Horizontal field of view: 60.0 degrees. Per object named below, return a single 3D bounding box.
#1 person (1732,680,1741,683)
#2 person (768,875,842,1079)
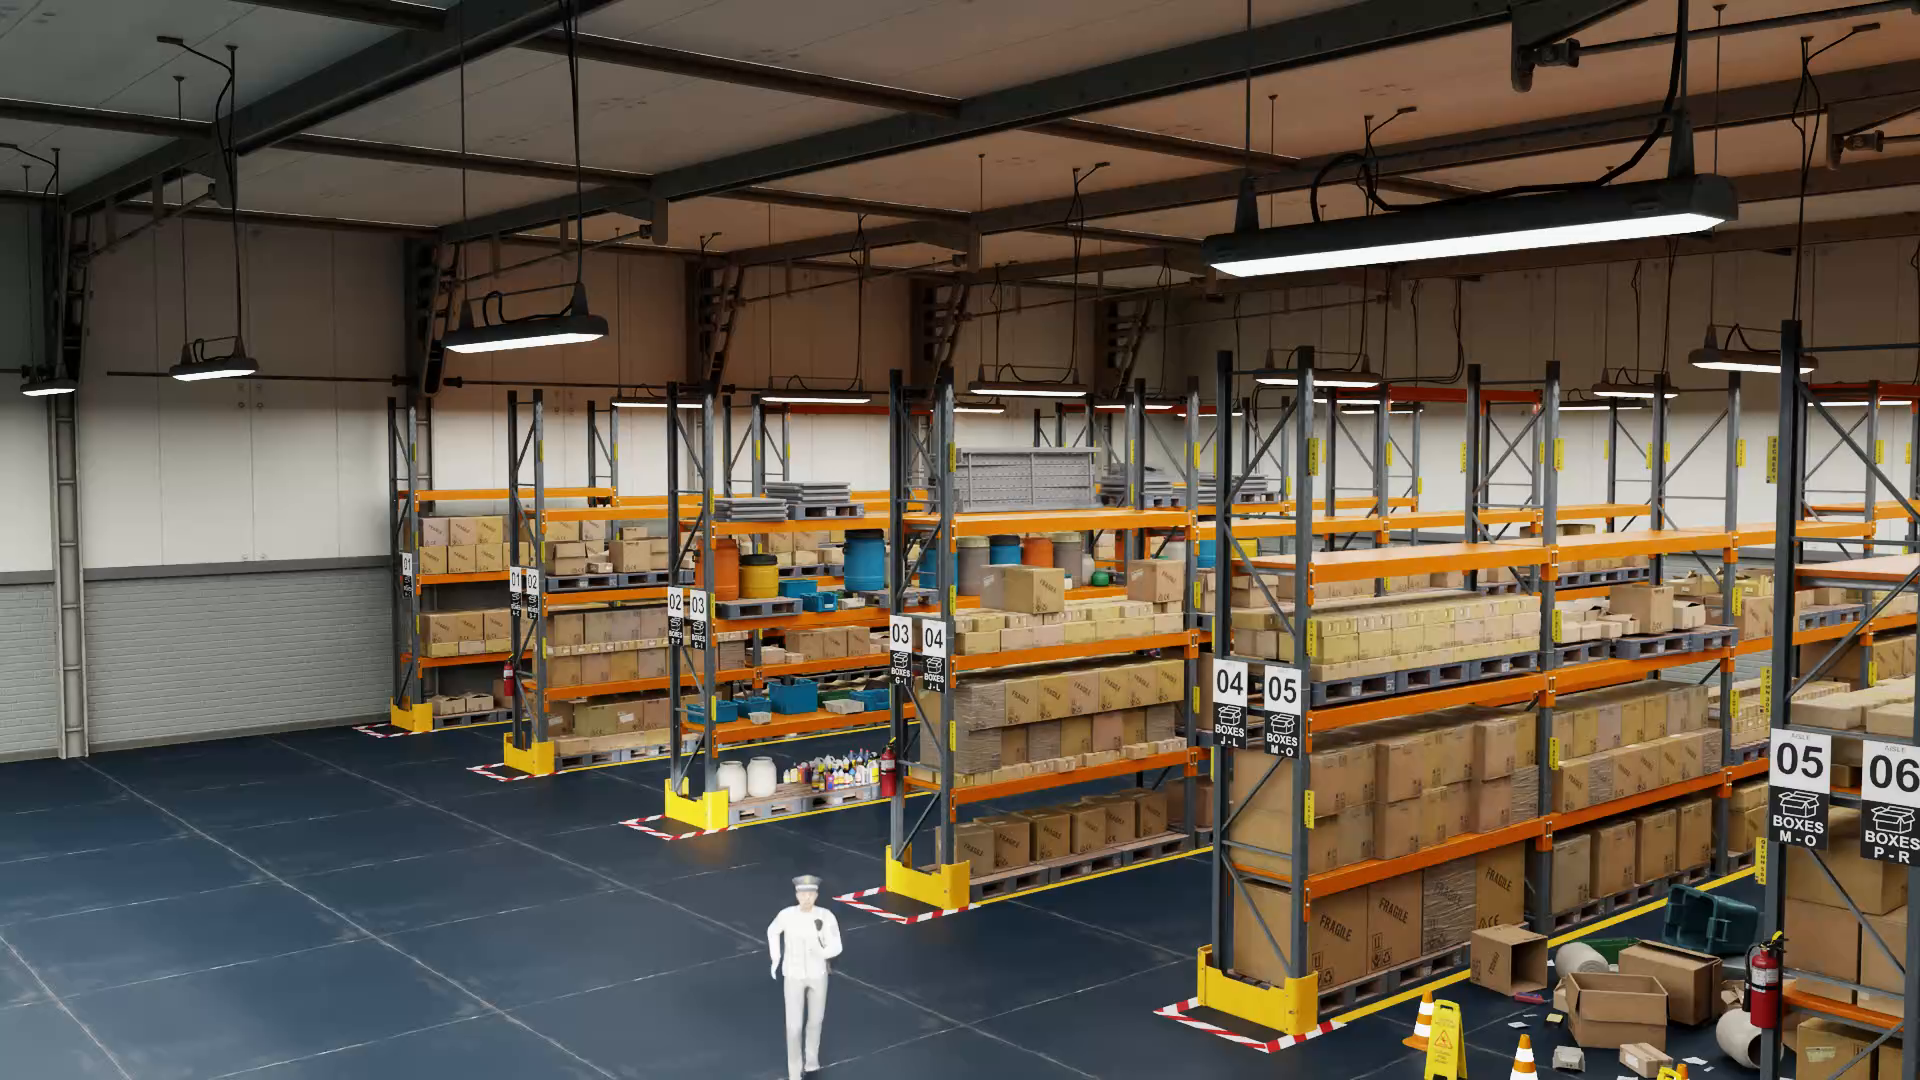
[{"bbox_3d":[11.455,2.902,24.440,0.862,1.707,0.554,-3,4,-38],"label":"person"},{"bbox_3d":[-1.240,3.541,13.347,0.578,1.753,0.744,-1,3,-9],"label":"person"}]
